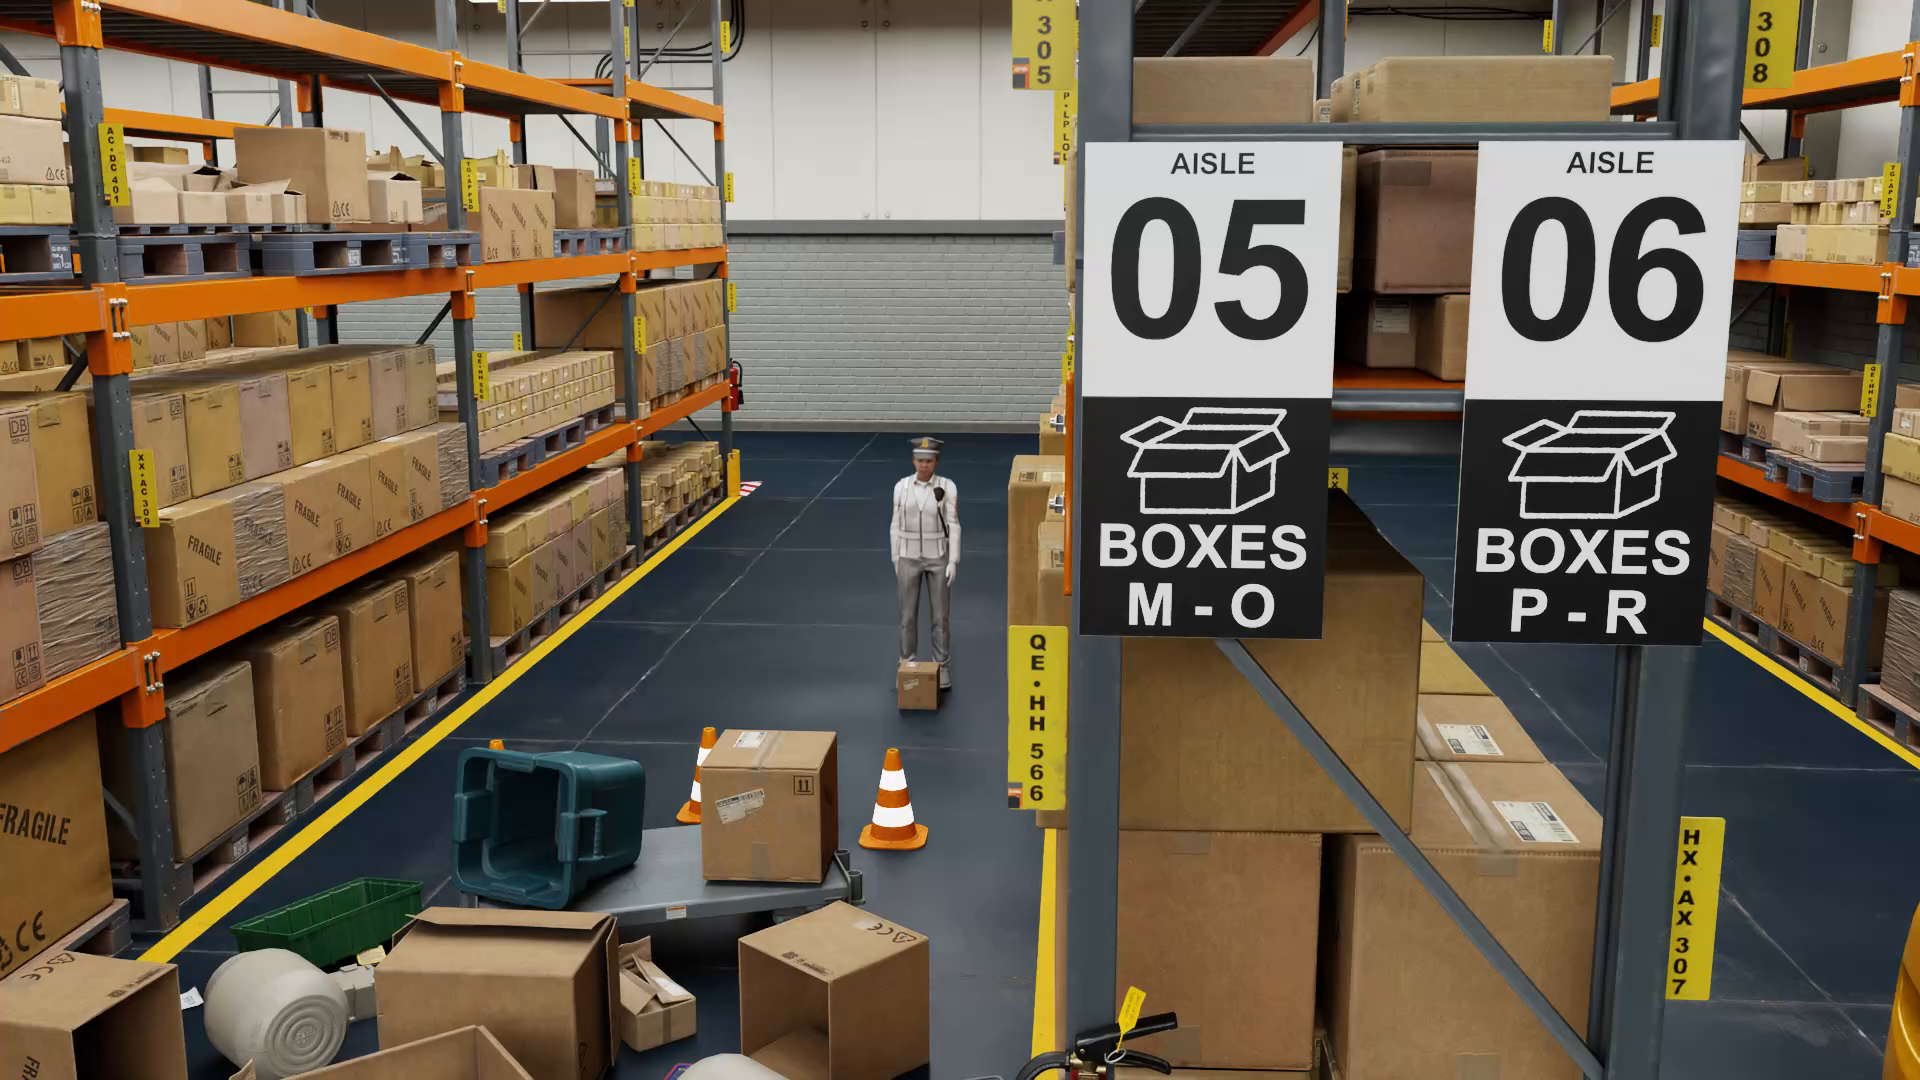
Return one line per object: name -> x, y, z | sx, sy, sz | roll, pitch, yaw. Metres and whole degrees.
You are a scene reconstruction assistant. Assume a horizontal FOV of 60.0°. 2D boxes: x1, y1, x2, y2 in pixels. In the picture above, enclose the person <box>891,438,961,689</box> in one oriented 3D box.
person -> -0.232, 0.149, 11.087 | 0.473, 1.685, 0.345 | 1, 11, 5
